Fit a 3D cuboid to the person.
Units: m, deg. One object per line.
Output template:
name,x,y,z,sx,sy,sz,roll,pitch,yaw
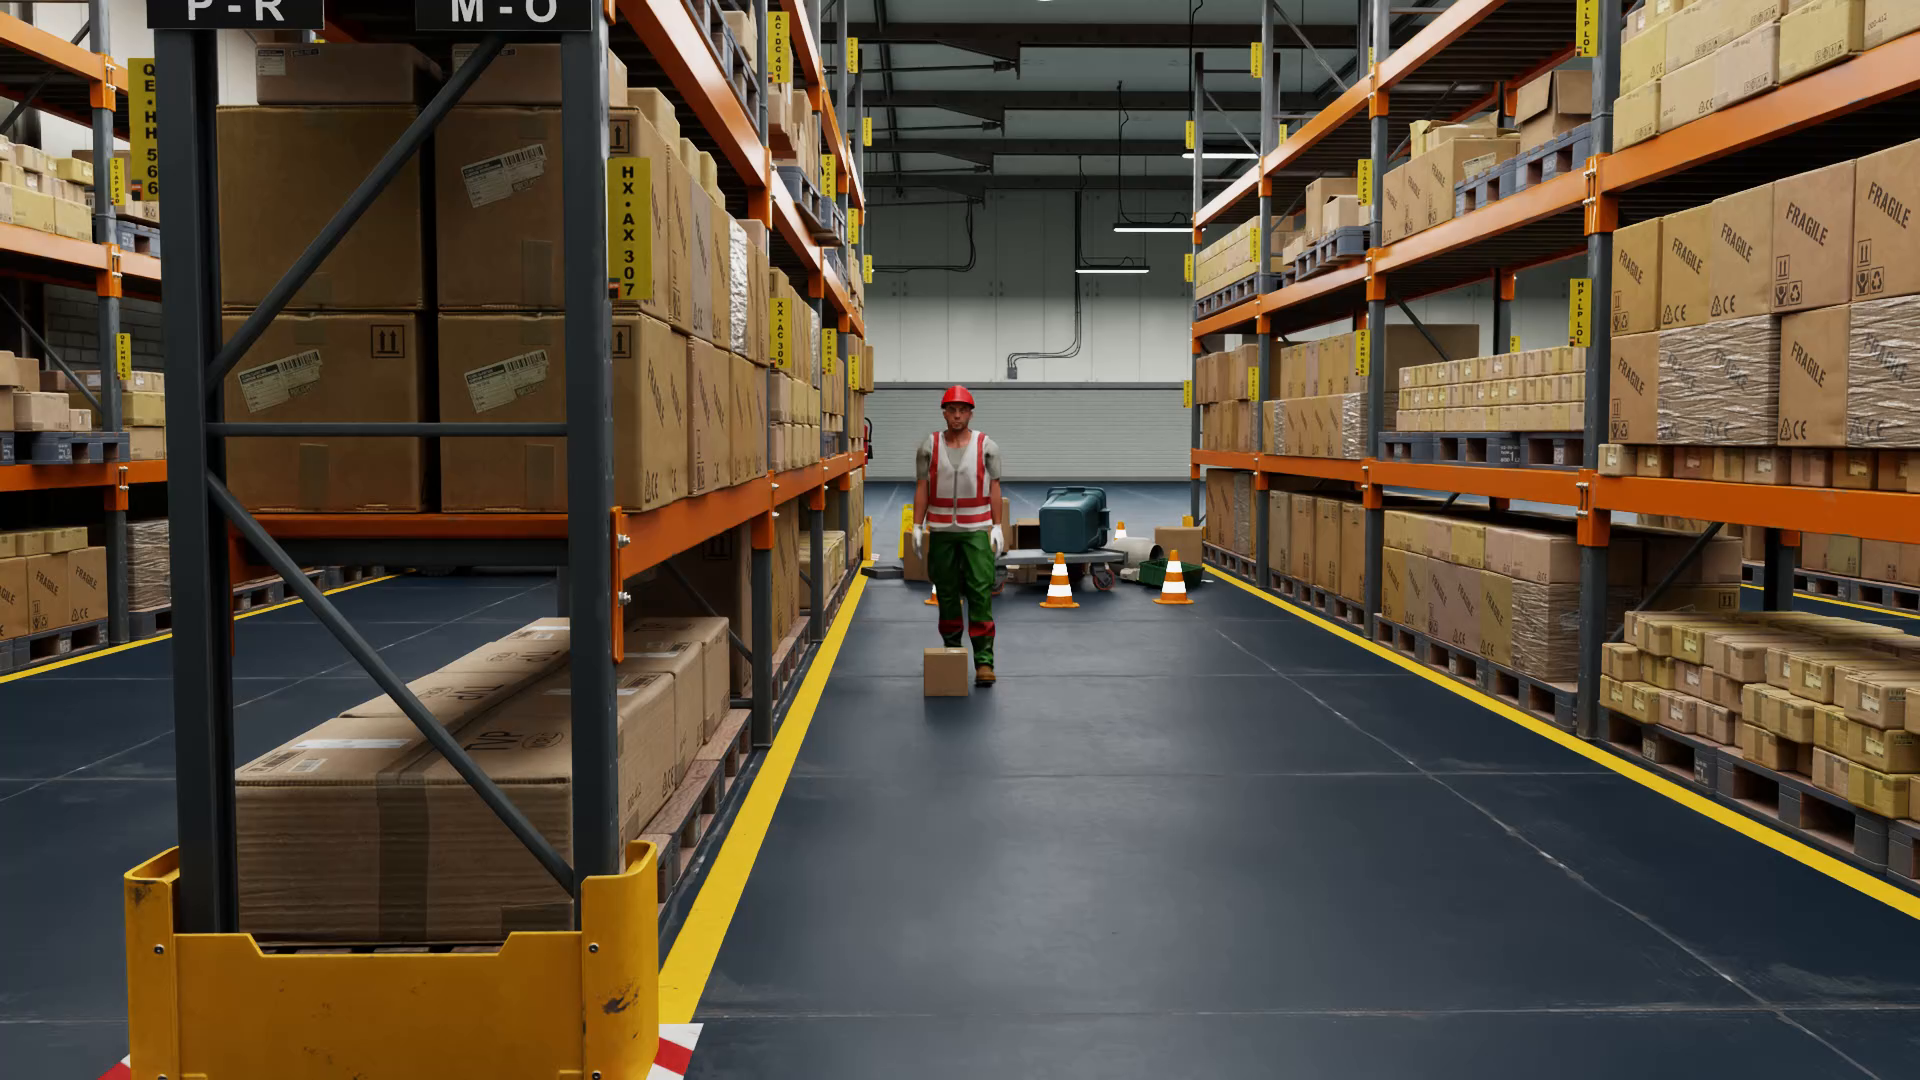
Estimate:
person,-0.028,-0.045,10.073,0.562,1.782,0.630,1,4,9
